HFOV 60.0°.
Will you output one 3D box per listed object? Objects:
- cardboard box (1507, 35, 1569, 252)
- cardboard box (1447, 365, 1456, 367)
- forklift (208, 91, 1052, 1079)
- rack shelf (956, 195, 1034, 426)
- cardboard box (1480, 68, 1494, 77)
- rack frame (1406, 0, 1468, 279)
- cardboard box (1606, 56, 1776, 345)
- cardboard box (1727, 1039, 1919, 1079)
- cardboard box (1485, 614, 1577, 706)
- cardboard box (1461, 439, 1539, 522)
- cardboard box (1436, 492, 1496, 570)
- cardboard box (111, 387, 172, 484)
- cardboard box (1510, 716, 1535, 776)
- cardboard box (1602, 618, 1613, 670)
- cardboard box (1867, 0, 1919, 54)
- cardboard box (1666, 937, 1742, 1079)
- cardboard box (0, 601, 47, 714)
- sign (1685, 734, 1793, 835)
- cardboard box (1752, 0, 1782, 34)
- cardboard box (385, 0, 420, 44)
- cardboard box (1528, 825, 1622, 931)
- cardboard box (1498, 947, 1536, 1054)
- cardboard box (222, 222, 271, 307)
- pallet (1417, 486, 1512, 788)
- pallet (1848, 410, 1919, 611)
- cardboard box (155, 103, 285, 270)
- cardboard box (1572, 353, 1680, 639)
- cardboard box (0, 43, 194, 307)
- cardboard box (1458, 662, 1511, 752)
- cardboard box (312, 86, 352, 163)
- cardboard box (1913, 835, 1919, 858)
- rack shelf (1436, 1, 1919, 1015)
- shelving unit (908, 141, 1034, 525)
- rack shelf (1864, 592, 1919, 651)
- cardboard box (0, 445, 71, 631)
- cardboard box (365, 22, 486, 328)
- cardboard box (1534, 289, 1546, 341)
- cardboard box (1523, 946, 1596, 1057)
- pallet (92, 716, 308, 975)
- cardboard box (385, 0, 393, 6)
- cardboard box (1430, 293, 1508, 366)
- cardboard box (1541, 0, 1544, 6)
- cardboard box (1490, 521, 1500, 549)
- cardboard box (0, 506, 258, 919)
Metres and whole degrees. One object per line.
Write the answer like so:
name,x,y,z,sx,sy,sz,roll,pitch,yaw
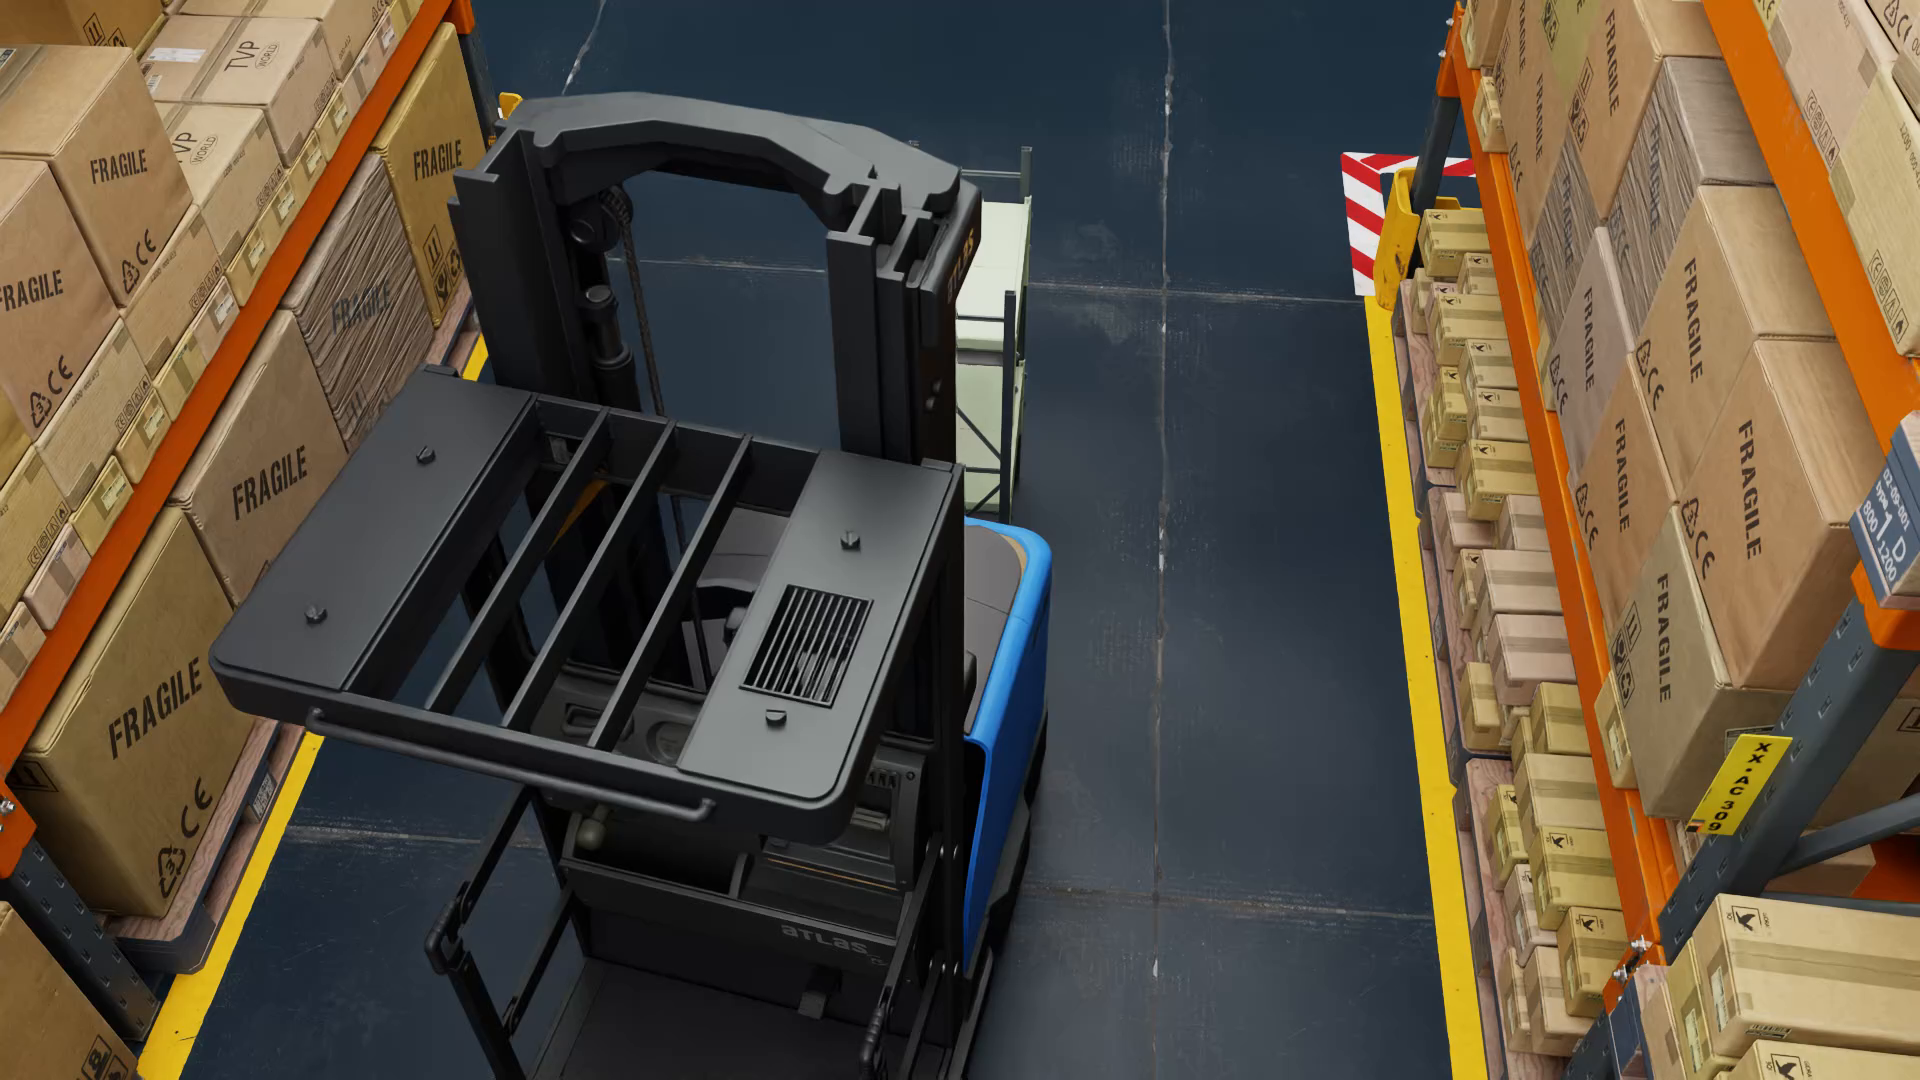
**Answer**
cardboard box,2.006,-1.211,5.056,0.500,0.500,0.500,4,48,4
cardboard box,2.078,-0.578,6.393,0.380,0.149,0.250,4,48,4
forklift,-0.593,0.672,3.649,1.130,2.935,3.031,11,49,10
rack shelf,-0.001,-0.765,5.404,0.431,0.370,0.720,4,48,4
cardboard box,2.064,-1.652,5.898,0.380,0.149,0.250,5,48,5
rack frame,2.402,-2.142,6.177,1.000,3.000,0.127,4,48,4
cardboard box,1.914,-0.794,3.996,0.500,0.500,0.500,5,48,5
cardboard box,1.525,1.003,2.782,0.380,0.149,0.250,5,48,5
cardboard box,1.844,0.373,5.120,0.380,0.149,0.250,2,48,2
cardboard box,1.916,-0.192,5.637,0.380,0.149,0.250,5,48,4
cardboard box,1.908,-0.026,5.889,0.380,0.149,0.250,2,48,2
cardboard box,-2.465,-0.301,4.663,0.380,0.149,0.250,3,48,2
cardboard box,1.890,0.689,5.033,0.380,0.149,0.250,4,48,4
cardboard box,1.830,0.267,4.143,0.380,0.149,0.250,6,48,5
cardboard box,1.886,-1.071,2.927,0.500,0.250,0.500,2,48,2
cardboard box,1.544,0.898,3.080,0.380,0.149,0.250,5,48,4
cardboard box,-2.534,0.279,4.132,0.380,0.149,0.250,4,48,4
sign,1.497,0.474,3.197,0.100,0.325,0.005,4,48,4
cardboard box,1.916,-1.283,3.460,0.500,0.250,0.500,3,48,3
cardboard box,-2.254,-1.991,6.208,0.380,0.149,0.250,4,48,4
cardboard box,1.795,0.947,4.595,0.380,0.149,0.250,4,48,4
cardboard box,1.734,1.306,4.670,0.380,0.149,0.250,4,48,4
cardboard box,-2.394,-0.867,5.180,0.380,0.149,0.250,3,48,2
pallet,2.172,0.343,5.793,1.003,0.211,1.213,4,48,4
pallet,1.875,0.294,2.042,1.213,0.211,1.003,4,48,4
cardboard box,-2.444,-1.096,5.120,0.500,0.250,0.500,4,48,4
cardboard box,1.849,-0.093,4.033,0.500,0.500,0.500,3,48,2
cardboard box,-2.499,-0.993,4.517,0.500,0.500,0.500,3,48,2
cardboard box,1.828,0.546,5.366,0.380,0.149,0.250,4,48,3
cardboard box,-2.324,-1.431,5.696,0.380,0.149,0.250,3,48,3
cardboard box,2.389,0.696,3.751,0.380,0.149,0.250,5,48,5
rack shelf,2.220,-0.430,5.098,1.077,0.370,4.000,4,48,4
shelving unit,-0.001,-0.501,5.692,0.431,1.500,0.755,4,48,4
rack shelf,1.856,1.497,1.303,1.077,0.370,4.000,4,48,4
cardboard box,-2.589,0.012,4.107,0.500,0.250,0.500,3,48,3
cardboard box,-2.506,-1.499,6.744,0.875,0.875,0.875,4,48,4
cardboard box,1.955,-0.692,5.020,0.380,0.149,0.250,5,48,5
cardboard box,1.750,1.264,4.507,0.380,0.149,0.250,5,48,4
pallet,-2.745,0.777,5.397,1.003,0.211,1.213,4,48,4
cardboard box,-2.308,-2.226,6.153,0.500,0.250,0.500,3,48,3
cardboard box,1.960,-0.773,6.169,0.380,0.149,0.250,4,48,3
cardboard box,2.057,-1.931,5.036,0.500,0.500,0.500,5,48,5
cardboard box,2.039,-0.087,5.742,0.380,0.149,0.250,6,48,6
cardboard box,-2.753,0.485,4.929,0.875,0.875,0.875,4,48,4
